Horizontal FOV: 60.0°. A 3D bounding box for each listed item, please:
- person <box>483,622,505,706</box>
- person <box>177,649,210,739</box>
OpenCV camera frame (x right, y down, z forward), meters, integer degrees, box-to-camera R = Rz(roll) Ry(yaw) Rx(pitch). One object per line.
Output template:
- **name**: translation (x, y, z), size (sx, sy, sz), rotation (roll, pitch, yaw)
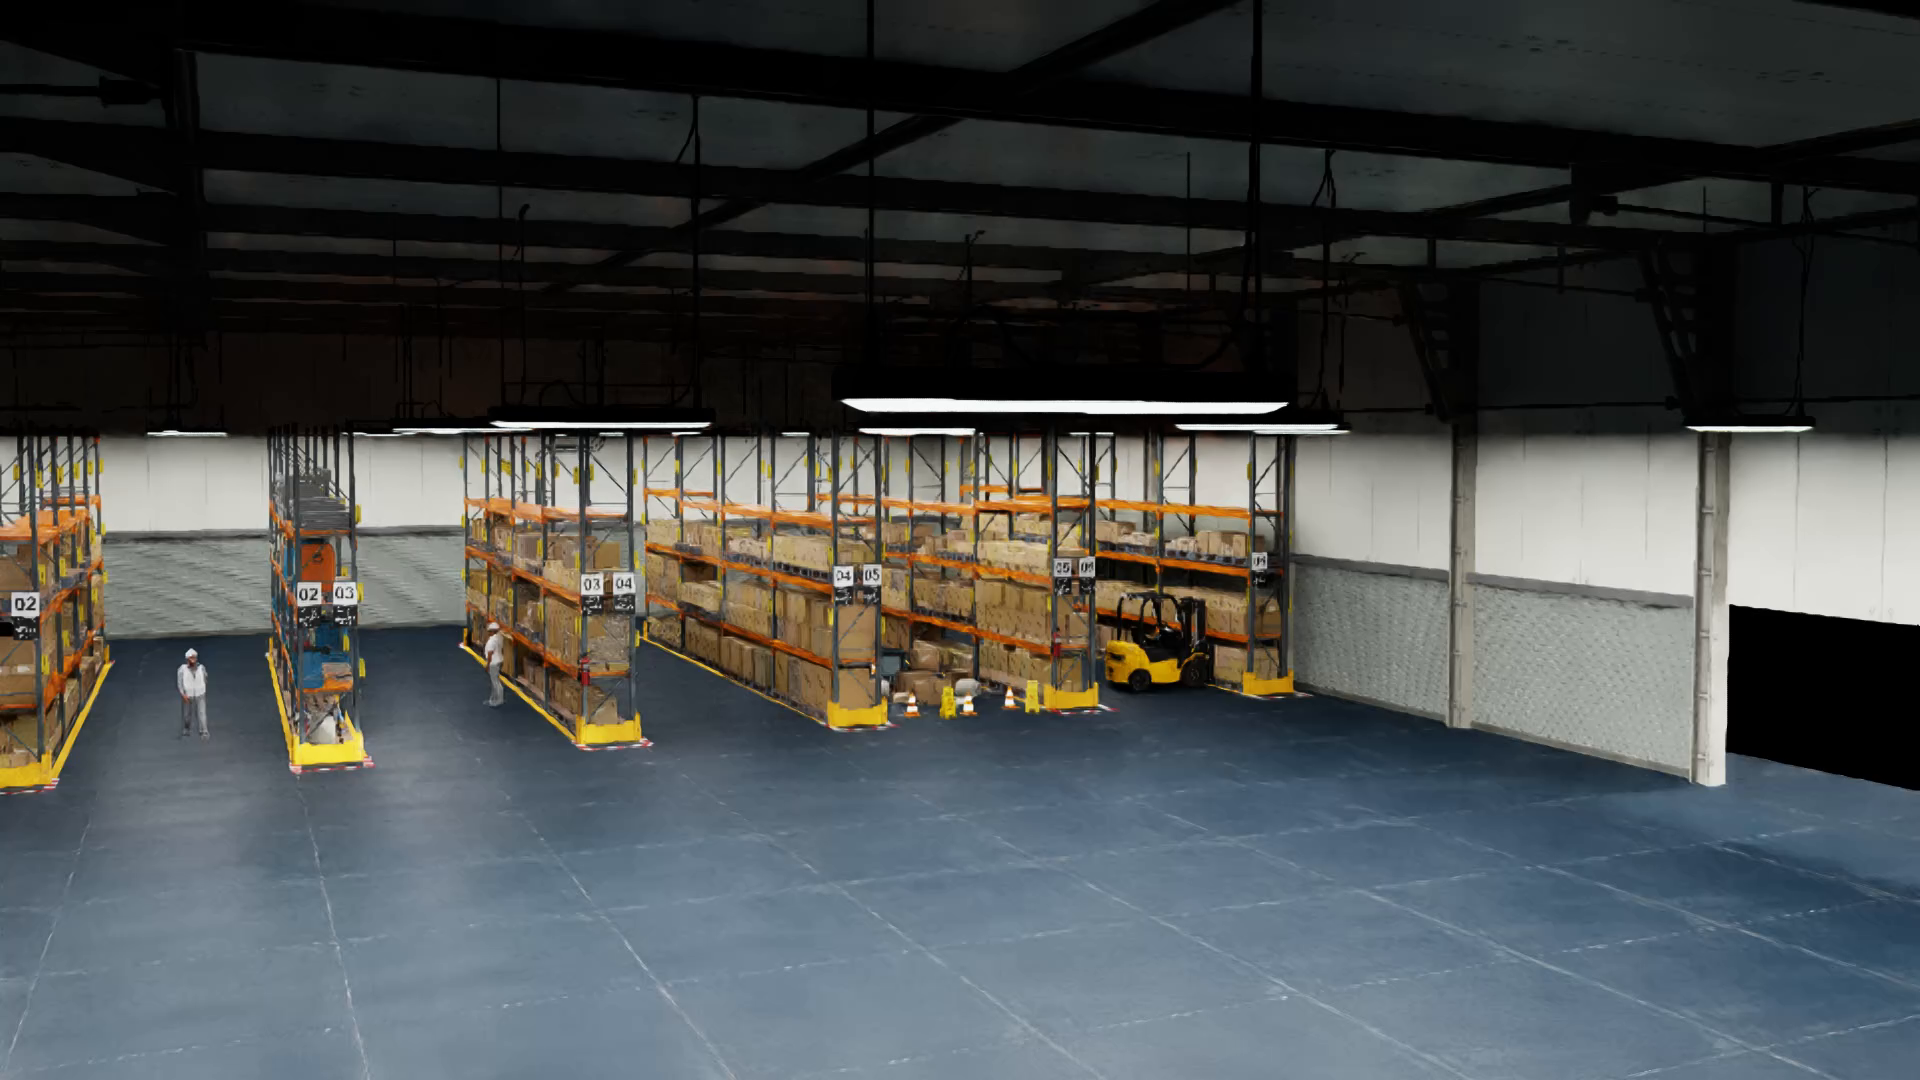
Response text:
- **person**: translation (-10.018, 2.647, 35.699), size (0.559, 1.762, 0.661), rotation (0, 3, 5)
- **person**: translation (-14.604, 2.923, 31.632), size (0.538, 1.715, 1.026), rotation (-2, 4, -32)
